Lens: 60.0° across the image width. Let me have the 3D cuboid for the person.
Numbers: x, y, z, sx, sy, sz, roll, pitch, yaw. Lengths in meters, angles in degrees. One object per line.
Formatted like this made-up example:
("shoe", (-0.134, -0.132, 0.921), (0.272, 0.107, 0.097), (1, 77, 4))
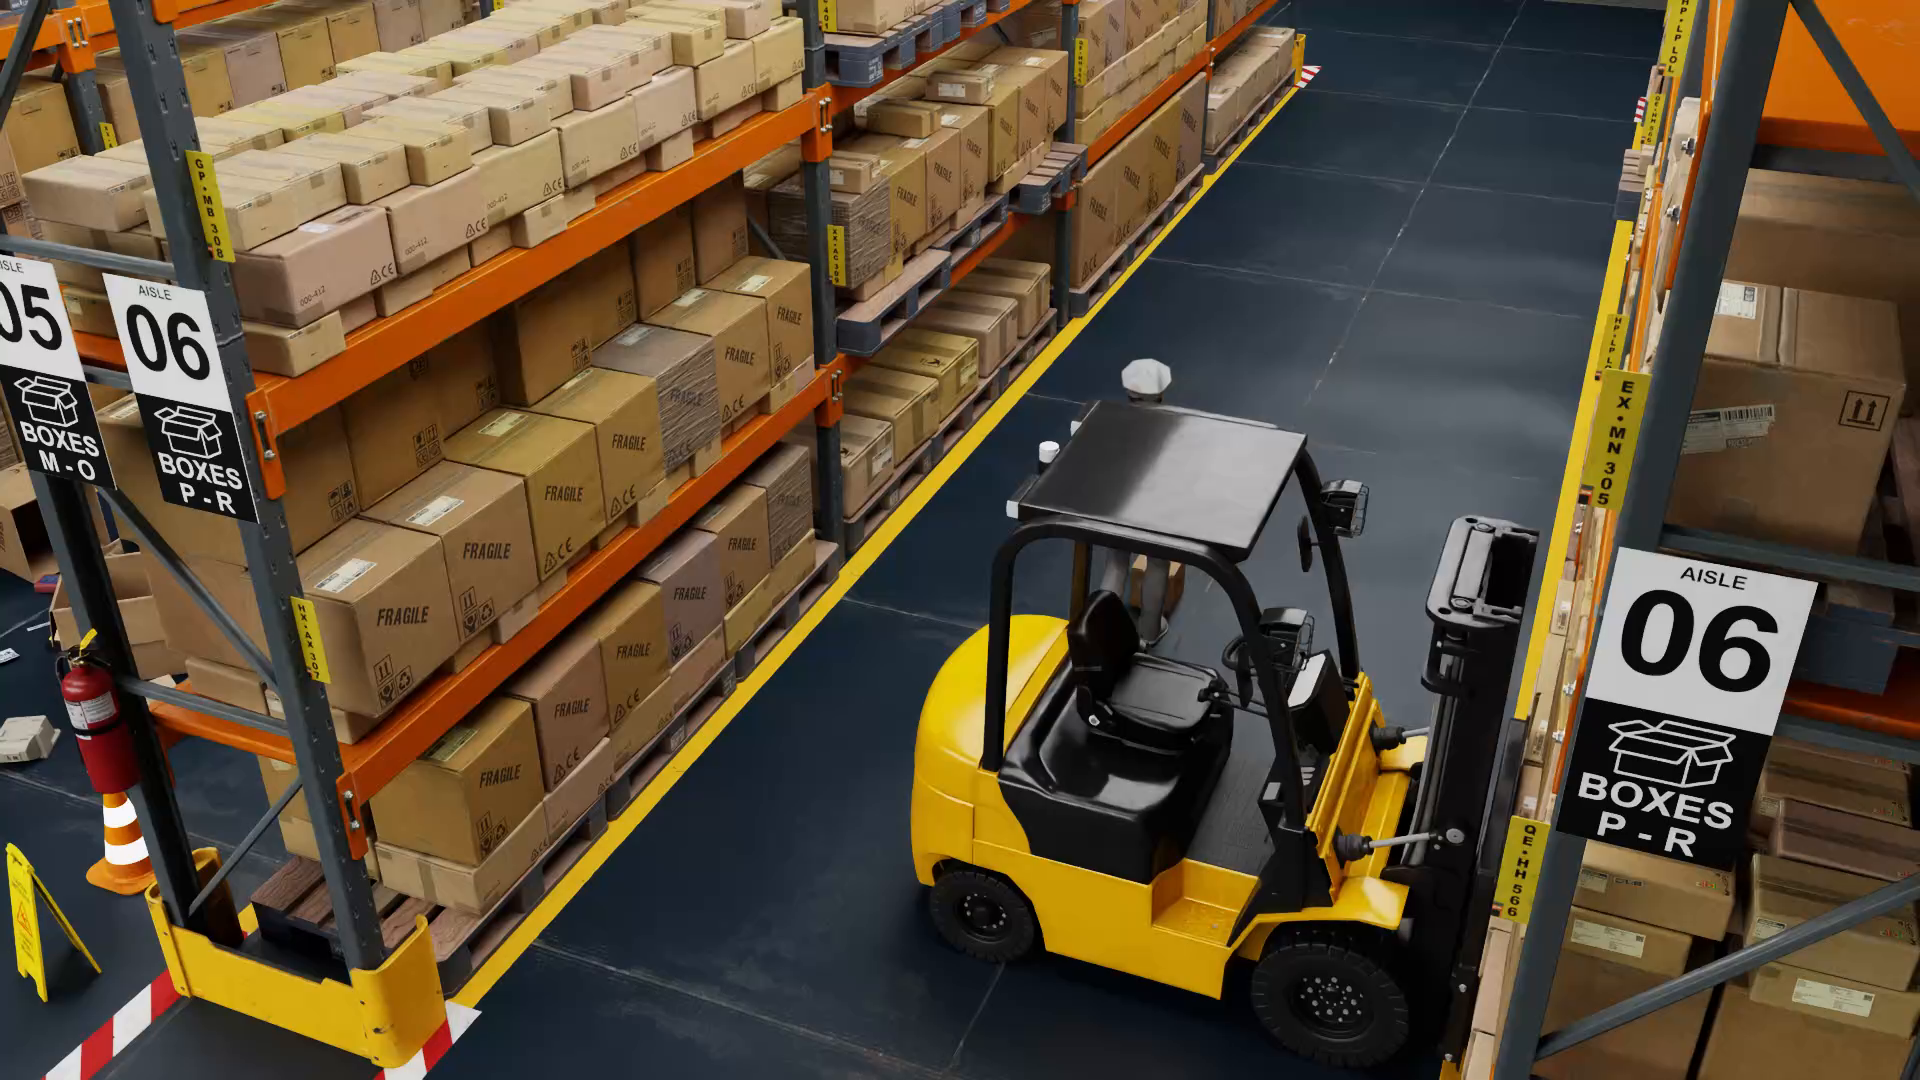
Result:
("person", (0.935, -0.131, 8.711), (0.445, 1.766, 0.502), (12, 32, 20))
